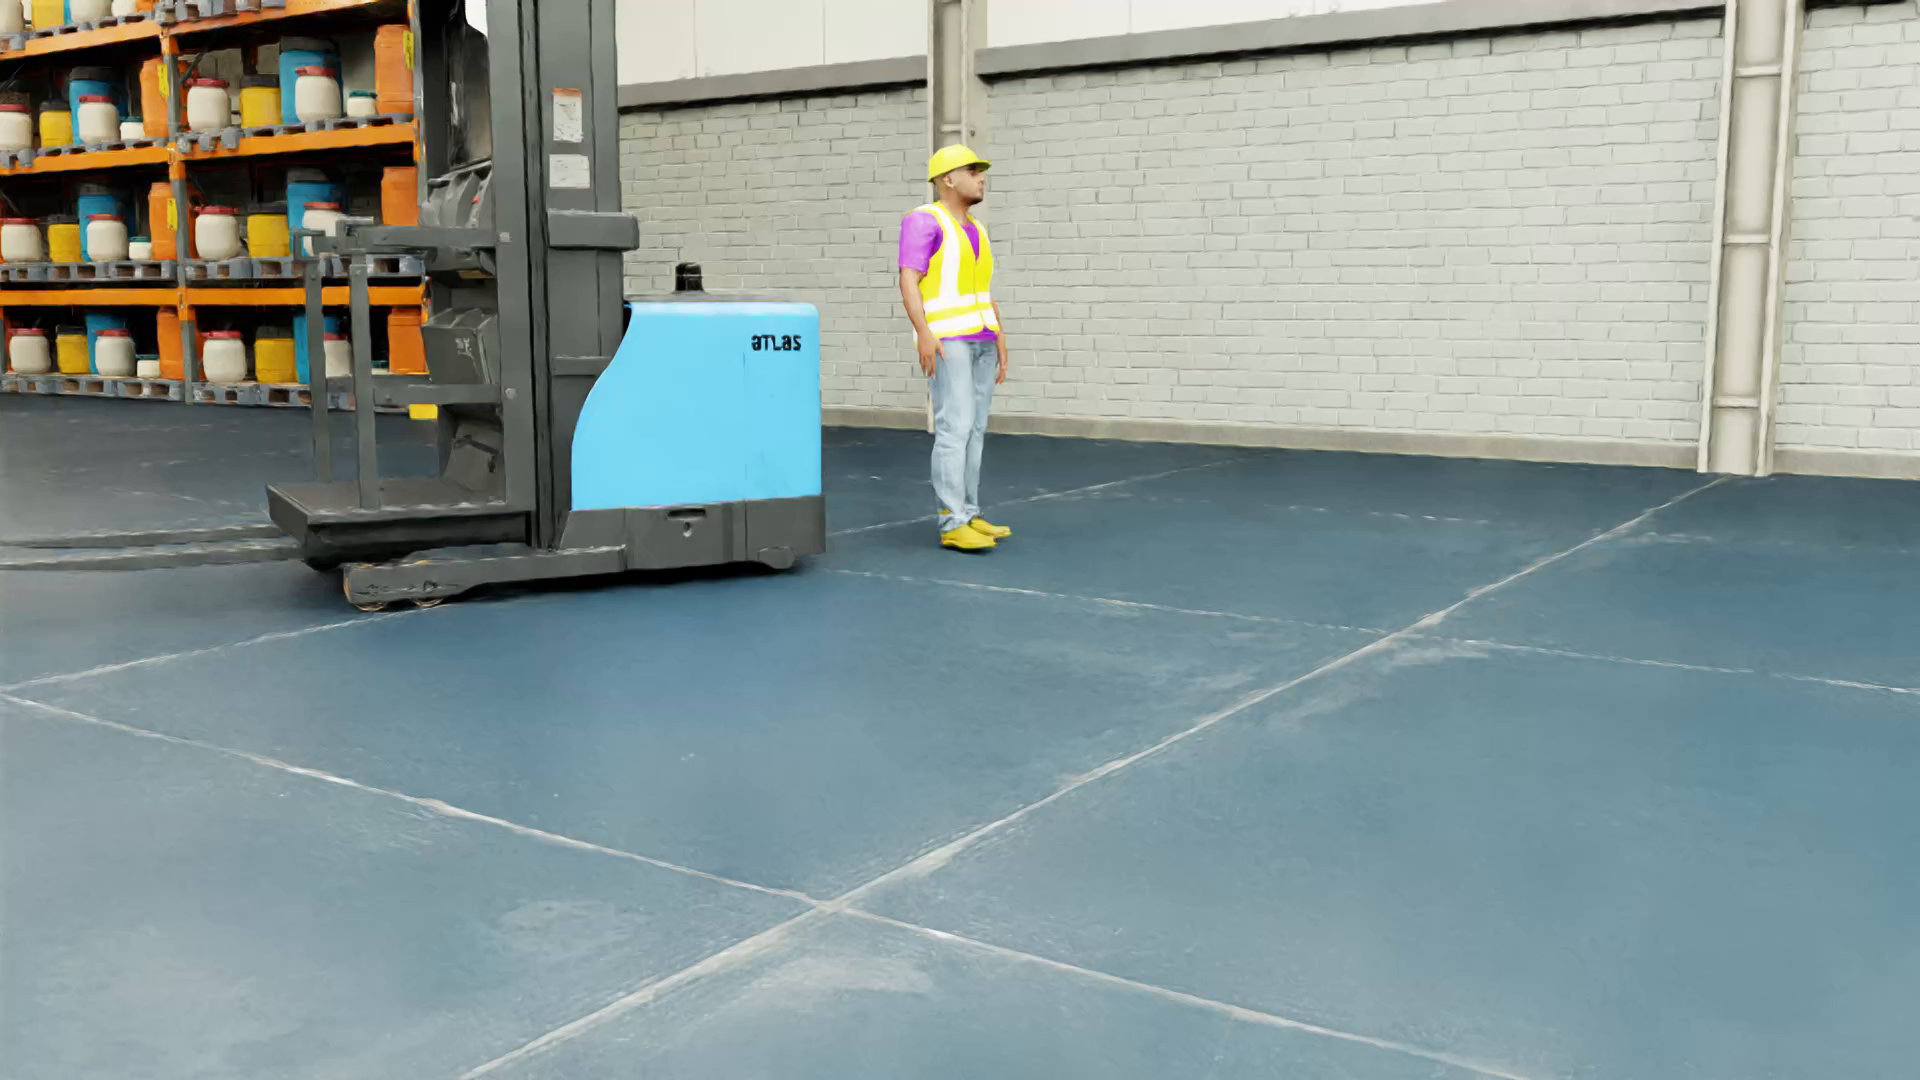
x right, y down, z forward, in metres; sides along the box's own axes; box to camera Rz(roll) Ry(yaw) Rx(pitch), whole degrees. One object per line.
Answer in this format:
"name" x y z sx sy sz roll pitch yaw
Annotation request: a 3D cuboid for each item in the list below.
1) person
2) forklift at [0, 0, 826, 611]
"person" 0.055 -0.875 7.435 0.576 1.766 0.665 5 10 34
"forklift" -2.083 -1.285 6.228 3.031 2.935 1.130 -5 9 -29
